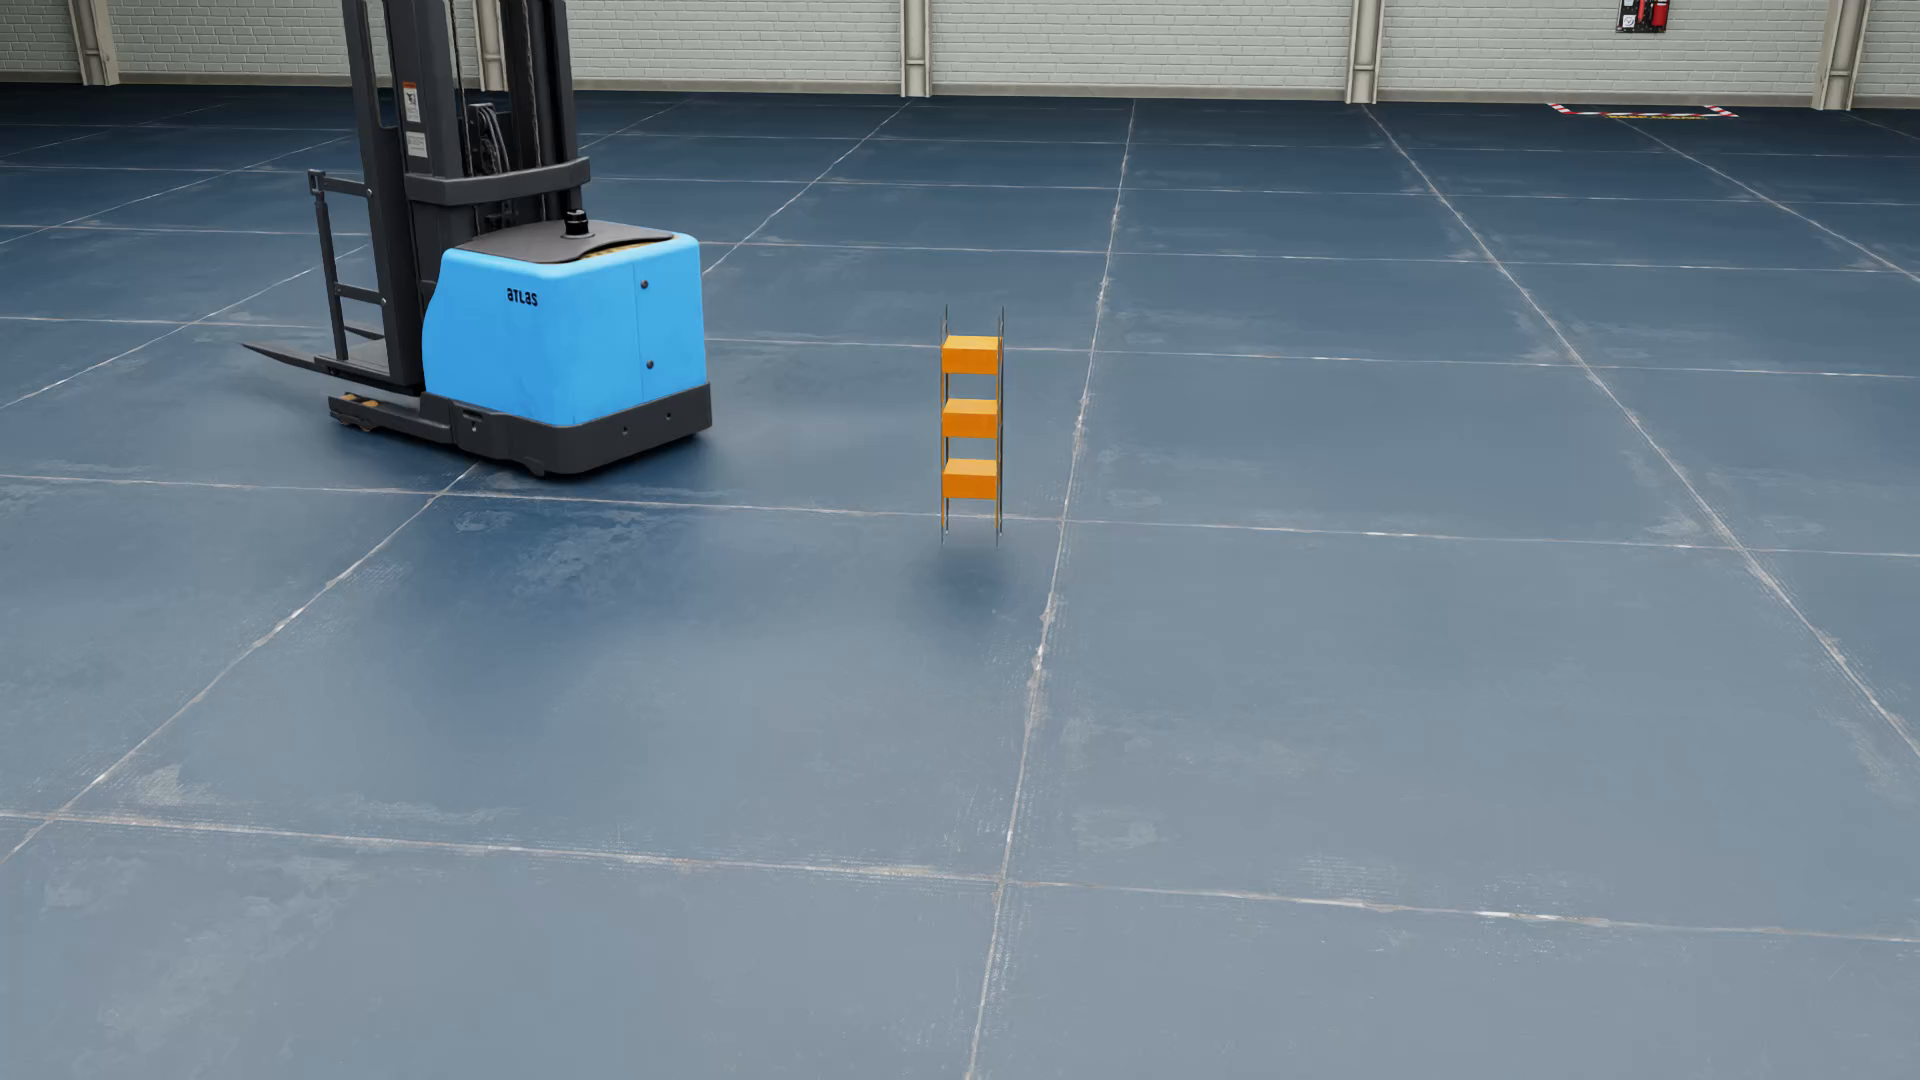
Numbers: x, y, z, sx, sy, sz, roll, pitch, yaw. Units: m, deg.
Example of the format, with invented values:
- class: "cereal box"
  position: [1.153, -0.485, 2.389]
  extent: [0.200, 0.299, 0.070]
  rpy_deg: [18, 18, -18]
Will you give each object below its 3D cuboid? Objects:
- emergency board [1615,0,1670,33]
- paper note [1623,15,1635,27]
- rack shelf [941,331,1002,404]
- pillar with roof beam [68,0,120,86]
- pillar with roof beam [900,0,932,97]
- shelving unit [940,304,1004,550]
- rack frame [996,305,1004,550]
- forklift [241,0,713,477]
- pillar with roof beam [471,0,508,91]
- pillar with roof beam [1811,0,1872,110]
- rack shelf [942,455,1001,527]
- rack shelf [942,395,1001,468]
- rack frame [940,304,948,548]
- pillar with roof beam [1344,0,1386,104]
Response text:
- class: "emergency board"
  position: [8.871, -7.126, 21.385]
  extent: [0.643, 1.169, 0.194]
  rpy_deg: [2, 22, 6]
- class: "paper note"
  position: [8.703, -6.750, 21.630]
  extent: [0.142, 0.148, 0.016]
  rpy_deg: [2, 22, 6]
- class: "rack shelf"
  position: [0.053, -0.740, 7.141]
  extent: [0.240, 0.259, 0.215]
  rpy_deg: [2, 22, 6]
- class: "pillar with roof beam"
  position: [-13.020, -9.262, 18.628]
  extent: [0.400, 9.000, 9.100]
  rpy_deg: [2, 22, 6]
- class: "pillar with roof beam"
  position: [-1.103, -8.743, 17.314]
  extent: [0.400, 9.000, 9.100]
  rpy_deg: [2, 22, 6]
- class: "shelving unit"
  position: [0.053, -0.486, 7.241]
  extent: [0.252, 1.050, 0.215]
  rpy_deg: [2, 22, 6]
- class: "rack frame"
  position: [0.174, -0.481, 7.228]
  extent: [0.008, 1.050, 0.200]
  rpy_deg: [2, 22, 6]
- class: "forklift"
  position: [-2.798, -2.082, 8.720]
  extent: [3.031, 2.935, 1.130]
  rpy_deg: [15, 26, 33]
- class: "pillar with roof beam"
  position: [-7.061, -9.002, 17.971]
  extent: [0.400, 9.000, 9.100]
  rpy_deg: [2, 22, 6]
- class: "pillar with roof beam"
  position: [10.814, -8.224, 16.001]
  extent: [0.400, 9.000, 9.100]
  rpy_deg: [2, 22, 6]
- class: "rack shelf"
  position: [0.053, -0.218, 7.347]
  extent: [0.240, 0.259, 0.215]
  rpy_deg: [2, 22, 6]
- class: "rack shelf"
  position: [0.053, -0.476, 7.245]
  extent: [0.240, 0.259, 0.215]
  rpy_deg: [2, 22, 6]
- class: "rack frame"
  position: [-0.068, -0.491, 7.254]
  extent: [0.008, 1.050, 0.200]
  rpy_deg: [2, 22, 6]
- class: "pillar with roof beam"
  position: [4.855, -8.483, 16.658]
  extent: [0.400, 9.000, 9.100]
  rpy_deg: [2, 22, 6]
